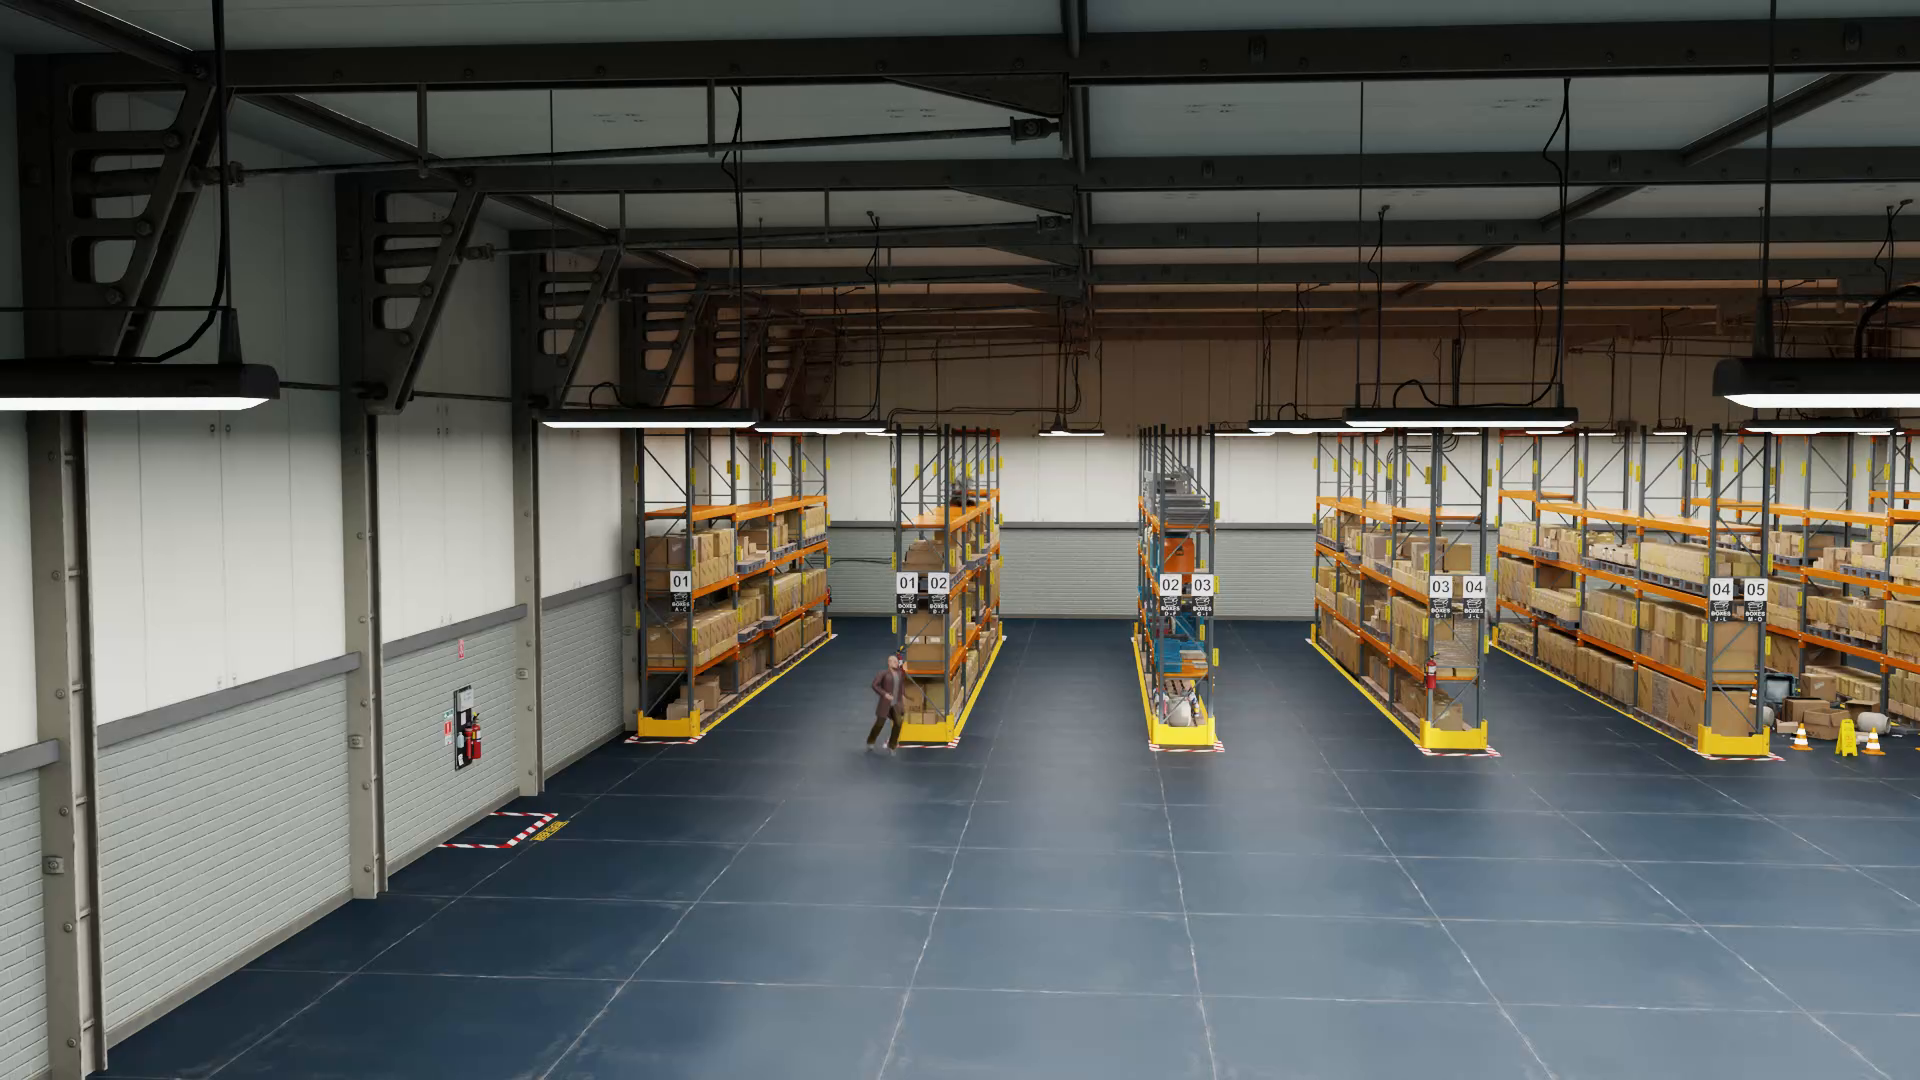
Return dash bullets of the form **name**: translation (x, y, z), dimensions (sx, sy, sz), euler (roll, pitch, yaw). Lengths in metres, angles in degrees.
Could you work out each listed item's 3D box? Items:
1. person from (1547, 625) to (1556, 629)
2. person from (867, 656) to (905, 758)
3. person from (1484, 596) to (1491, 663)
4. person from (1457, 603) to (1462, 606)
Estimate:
- **person**: translation (16.618, 2.029, 46.651), dimensions (0.743, 1.765, 0.729), euler (-2, 4, -36)
- **person**: translation (-1.269, 3.059, 30.272), dimensions (0.768, 1.712, 0.837), euler (-2, 4, -31)
- **person**: translation (13.385, 2.291, 42.638), dimensions (0.553, 1.742, 0.680), euler (0, 3, 4)
- **person**: translation (13.595, 2.149, 46.103), dimensions (0.600, 1.536, 0.484), euler (2, 4, 34)
